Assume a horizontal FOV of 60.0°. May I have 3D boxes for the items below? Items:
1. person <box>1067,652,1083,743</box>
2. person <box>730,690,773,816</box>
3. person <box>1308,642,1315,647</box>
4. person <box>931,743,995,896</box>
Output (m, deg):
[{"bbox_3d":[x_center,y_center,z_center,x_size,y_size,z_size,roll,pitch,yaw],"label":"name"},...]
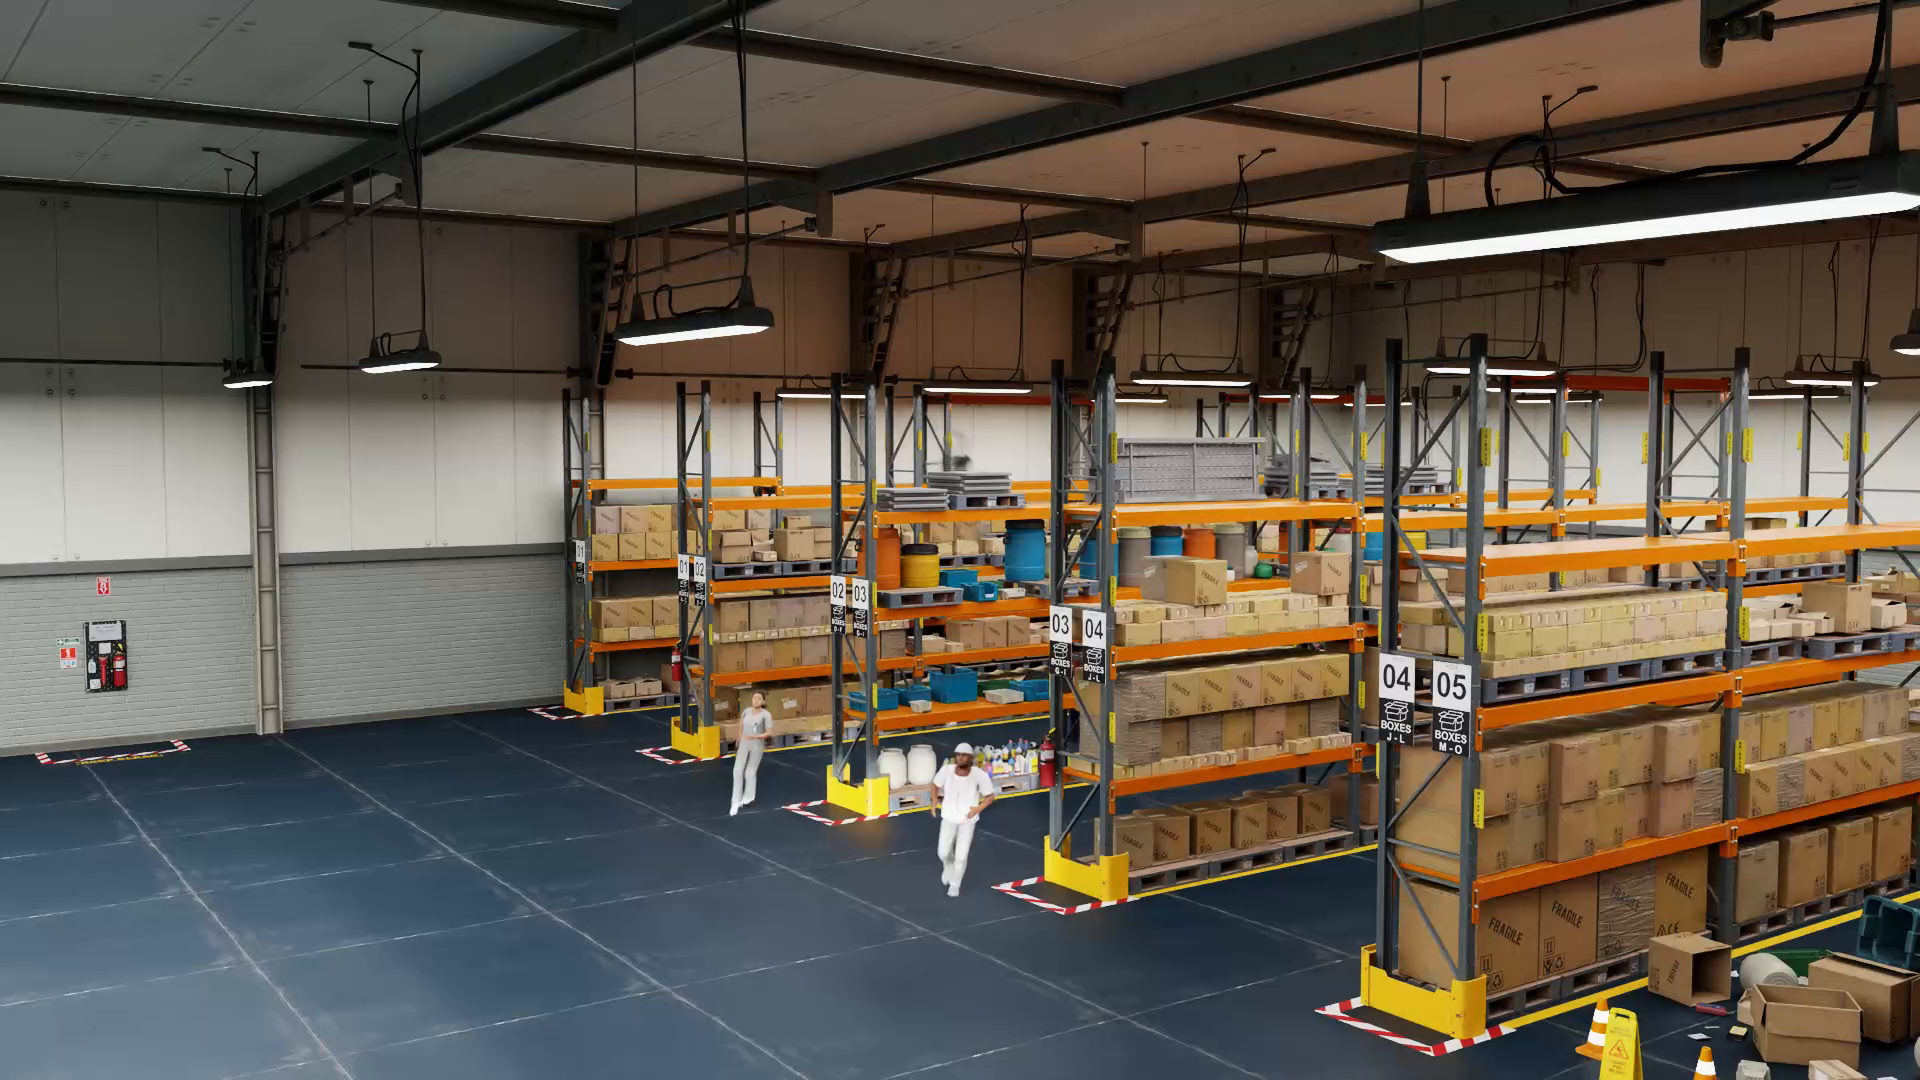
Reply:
[{"bbox_3d":[2.122,2.558,27.925,0.580,1.696,0.744,3,5,42],"label":"person"},{"bbox_3d":[-2.825,2.871,22.705,0.567,1.658,0.764,1,4,11],"label":"person"},{"bbox_3d":[6.636,2.284,31.897,0.650,1.650,0.571,-3,5,-39],"label":"person"},{"bbox_3d":[0.012,3.112,18.589,0.732,1.716,0.541,1,4,12],"label":"person"}]
